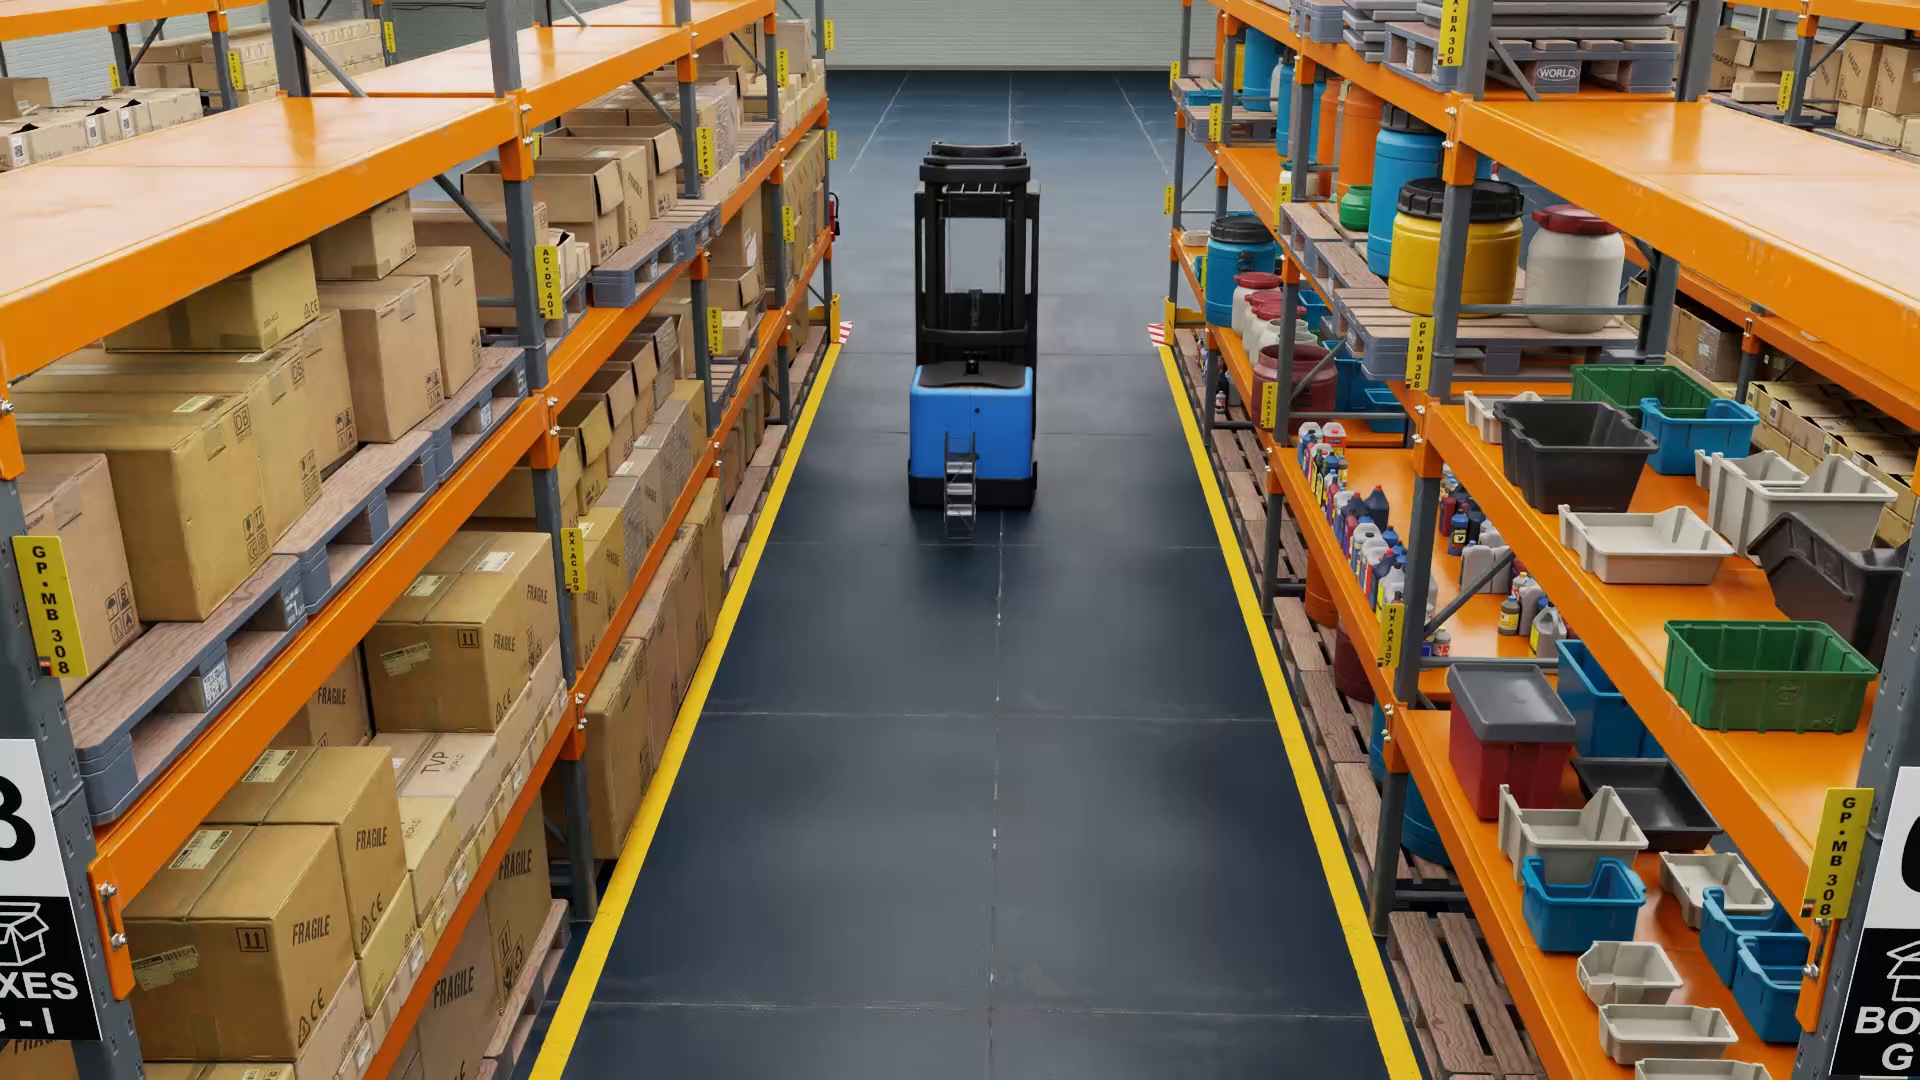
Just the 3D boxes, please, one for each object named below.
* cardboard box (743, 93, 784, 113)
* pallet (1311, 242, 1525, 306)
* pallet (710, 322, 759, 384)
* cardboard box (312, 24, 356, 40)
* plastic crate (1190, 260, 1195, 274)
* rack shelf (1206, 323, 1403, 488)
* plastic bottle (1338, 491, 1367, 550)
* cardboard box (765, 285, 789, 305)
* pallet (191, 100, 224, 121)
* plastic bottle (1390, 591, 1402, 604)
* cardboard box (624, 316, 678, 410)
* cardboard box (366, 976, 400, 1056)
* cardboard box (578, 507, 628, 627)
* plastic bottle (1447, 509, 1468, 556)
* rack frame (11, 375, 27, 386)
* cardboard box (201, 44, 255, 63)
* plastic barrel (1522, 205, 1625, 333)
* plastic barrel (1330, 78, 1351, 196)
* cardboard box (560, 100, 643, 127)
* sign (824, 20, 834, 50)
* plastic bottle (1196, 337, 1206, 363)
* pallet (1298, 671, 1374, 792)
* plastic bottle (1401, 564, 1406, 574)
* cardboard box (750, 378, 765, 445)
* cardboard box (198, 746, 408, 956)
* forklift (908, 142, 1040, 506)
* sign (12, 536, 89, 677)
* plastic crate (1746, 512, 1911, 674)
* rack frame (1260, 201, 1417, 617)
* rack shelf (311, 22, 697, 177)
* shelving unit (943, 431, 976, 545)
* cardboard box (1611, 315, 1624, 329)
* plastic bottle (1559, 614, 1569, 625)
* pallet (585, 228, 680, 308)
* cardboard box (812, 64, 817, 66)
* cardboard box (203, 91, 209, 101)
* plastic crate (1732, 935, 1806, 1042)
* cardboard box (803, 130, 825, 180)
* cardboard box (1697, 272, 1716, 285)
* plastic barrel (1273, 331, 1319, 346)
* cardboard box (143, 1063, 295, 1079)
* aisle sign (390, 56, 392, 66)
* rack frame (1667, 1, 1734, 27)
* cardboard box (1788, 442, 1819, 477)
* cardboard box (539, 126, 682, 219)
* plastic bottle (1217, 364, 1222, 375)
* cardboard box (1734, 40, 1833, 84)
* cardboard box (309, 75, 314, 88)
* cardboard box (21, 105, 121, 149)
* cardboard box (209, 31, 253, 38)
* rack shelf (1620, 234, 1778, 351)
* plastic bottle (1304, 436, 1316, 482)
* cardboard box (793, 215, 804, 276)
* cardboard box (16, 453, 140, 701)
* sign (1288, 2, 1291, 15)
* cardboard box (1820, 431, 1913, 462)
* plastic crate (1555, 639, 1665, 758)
[{"bbox_3d":[-1.810,-3.988,15.170,0.380,0.149,0.250,0,21,0],"label":"cardboard box"},{"bbox_3d":[2.537,-1.418,9.150,1.003,0.211,1.213,1,21,2],"label":"pallet"},{"bbox_3d":[-2.230,-1.540,13.617,1.003,0.211,1.213,1,21,2],"label":"pallet"},{"bbox_3d":[-6.655,-5.390,17.654,0.380,0.149,0.250,1,21,3],"label":"cardboard box"},{"bbox_3d":[2.619,-2.772,16.892,0.530,0.136,0.437,1,21,2],"label":"plastic crate"},{"bbox_3d":[2.762,-1.247,13.590,1.077,0.370,4.000,1,21,2],"label":"rack shelf"},{"bbox_3d":[2.314,-0.124,9.770,0.144,0.351,0.185,1,21,2],"label":"plastic bottle"},{"bbox_3d":[-1.821,-2.317,15.701,0.380,0.149,0.250,1,21,2],"label":"cardboard box"},{"bbox_3d":[-7.047,-4.104,15.934,1.003,0.211,1.213,1,21,2],"label":"pallet"},{"bbox_3d":[2.230,0.411,8.483,0.061,0.283,0.133,1,21,2],"label":"plastic bottle"},{"bbox_3d":[-2.288,-1.164,10.856,0.797,0.503,0.637,1,21,3],"label":"cardboard box"},{"bbox_3d":[-2.123,1.600,5.606,0.380,0.149,0.250,0,21,1],"label":"cardboard box"},{"bbox_3d":[-2.093,0.141,8.881,0.500,0.500,0.500,1,21,2],"label":"cardboard box"},{"bbox_3d":[2.902,-0.048,9.684,0.097,0.271,0.097,0,21,0],"label":"plastic bottle"},{"bbox_3d":[-7.204,-1.005,11.971,1.000,3.000,0.127,1,21,2],"label":"rack frame"},{"bbox_3d":[-6.731,-4.474,15.293,0.380,0.149,0.250,1,21,2],"label":"cardboard box"},{"bbox_3d":[2.846,-1.258,7.709,0.433,0.535,0.433,0,21,0],"label":"plastic barrel"},{"bbox_3d":[2.943,-2.786,11.722,0.600,0.901,0.600,0,21,0],"label":"plastic barrel"},{"bbox_3d":[-2.485,-2.767,11.537,0.500,0.500,0.500,1,21,3],"label":"cardboard box"},{"bbox_3d":[-1.452,-5.604,18.454,0.100,0.325,0.005,1,21,2],"label":"sign"},{"bbox_3d":[2.578,-2.033,17.784,0.097,0.271,0.097,0,21,0],"label":"plastic bottle"},{"bbox_3d":[2.679,1.166,10.231,1.003,0.211,1.213,1,21,2],"label":"pallet"},{"bbox_3d":[2.430,0.209,8.912,0.144,0.351,0.185,1,21,2],"label":"plastic bottle"},{"bbox_3d":[-2.168,-1.178,15.265,0.700,0.500,0.500,-1,21,-3],"label":"cardboard box"},{"bbox_3d":[-2.183,1.022,5.508,0.500,0.500,0.500,0,21,0],"label":"cardboard box"},{"bbox_3d":[0.160,-2.141,14.996,1.130,2.935,3.031,1,21,3],"label":"forklift"},{"bbox_3d":[-1.938,0.144,3.545,0.100,0.325,0.005,1,21,2],"label":"sign"},{"bbox_3d":[2.779,0.115,5.026,0.504,0.338,0.767,1,21,2],"label":"plastic crate"},{"bbox_3d":[2.701,-0.859,11.596,1.000,3.000,0.127,1,21,2],"label":"rack frame"},{"bbox_3d":[-2.310,-2.465,8.990,1.077,0.370,4.000,1,21,2],"label":"rack shelf"},{"bbox_3d":[0.000,-0.417,13.359,0.258,0.900,0.210,1,21,2],"label":"shelving unit"},{"bbox_3d":[7.657,-2.418,18.835,0.500,0.250,0.500,1,21,2],"label":"cardboard box"},{"bbox_3d":[3.021,0.466,8.344,0.061,0.283,0.133,1,21,2],"label":"plastic bottle"},{"bbox_3d":[-2.247,-1.586,9.584,1.003,0.211,1.213,2,21,4],"label":"pallet"},{"bbox_3d":[-1.726,-5.024,17.839,0.380,0.149,0.250,0,21,-1],"label":"cardboard box"},{"bbox_3d":[-7.377,-4.294,15.932,0.380,0.149,0.250,1,21,2],"label":"cardboard box"},{"bbox_3d":[2.835,1.522,5.608,0.416,0.233,0.300,1,21,2],"label":"plastic crate"},{"bbox_3d":[-1.776,-4.256,18.419,0.500,0.500,0.500,1,21,2],"label":"cardboard box"},{"bbox_3d":[7.810,-2.829,16.534,0.700,0.500,0.500,1,21,2],"label":"cardboard box"},{"bbox_3d":[2.519,-1.285,12.541,0.421,0.512,0.421,0,21,0],"label":"plastic barrel"},{"bbox_3d":[-2.208,1.740,4.695,0.500,0.250,0.500,0,21,0],"label":"cardboard box"},{"bbox_3d":[-6.659,-5.131,19.013,0.394,0.787,0.004,1,21,2],"label":"aisle sign"},{"bbox_3d":[7.896,-6.493,17.822,1.000,3.000,0.127,1,21,2],"label":"rack frame"},{"bbox_3d":[7.484,-0.648,14.273,0.500,0.250,0.500,0,21,0],"label":"cardboard box"},{"bbox_3d":[-2.196,-2.334,10.529,0.797,0.503,0.637,2,21,5],"label":"cardboard box"},{"bbox_3d":[2.560,-1.581,16.510,0.144,0.351,0.185,0,21,-1],"label":"plastic bottle"},{"bbox_3d":[7.950,-4.551,16.048,0.797,0.503,0.637,3,21,8],"label":"cardboard box"},{"bbox_3d":[-6.695,-4.563,16.624,0.380,0.149,0.250,1,21,2],"label":"cardboard box"},{"bbox_3d":[-6.931,-3.230,12.964,0.500,0.311,0.500,0,21,1],"label":"cardboard box"},{"bbox_3d":[-7.344,-5.031,16.728,0.380,0.149,0.250,1,21,2],"label":"cardboard box"},{"bbox_3d":[7.835,-2.637,17.173,1.077,0.370,4.000,1,21,2],"label":"rack shelf"},{"bbox_3d":[2.309,-0.533,10.918,0.061,0.283,0.133,1,21,2],"label":"plastic bottle"},{"bbox_3d":[-2.002,-2.887,16.275,0.875,0.500,0.500,1,21,2],"label":"cardboard box"},{"bbox_3d":[-2.531,0.103,4.113,0.700,0.500,0.500,-1,21,-2],"label":"cardboard box"},{"bbox_3d":[2.151,-3.509,10.578,0.100,0.325,0.005,1,21,2],"label":"sign"},{"bbox_3d":[7.467,-0.722,13.689,0.500,0.311,0.500,1,21,3],"label":"cardboard box"},{"bbox_3d":[2.906,0.739,7.416,0.392,0.384,0.575,1,21,2],"label":"plastic crate"}]
